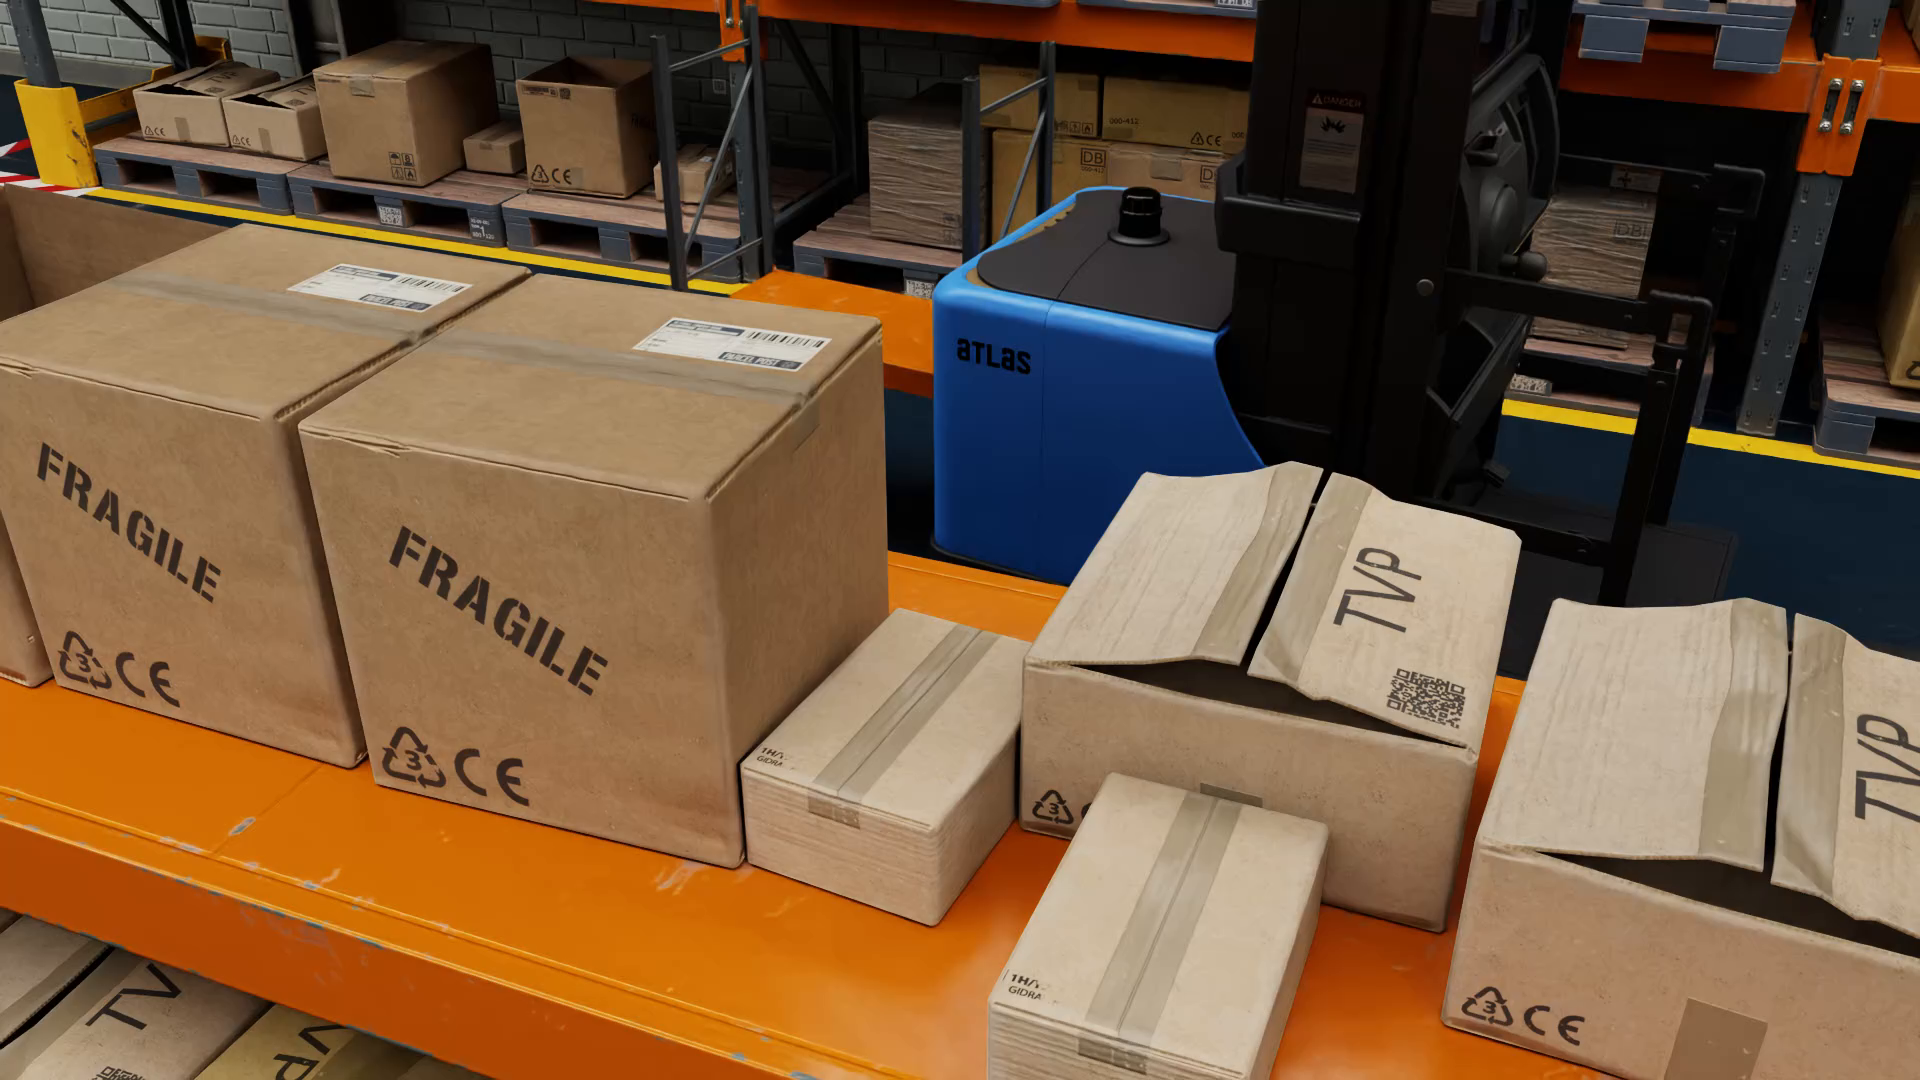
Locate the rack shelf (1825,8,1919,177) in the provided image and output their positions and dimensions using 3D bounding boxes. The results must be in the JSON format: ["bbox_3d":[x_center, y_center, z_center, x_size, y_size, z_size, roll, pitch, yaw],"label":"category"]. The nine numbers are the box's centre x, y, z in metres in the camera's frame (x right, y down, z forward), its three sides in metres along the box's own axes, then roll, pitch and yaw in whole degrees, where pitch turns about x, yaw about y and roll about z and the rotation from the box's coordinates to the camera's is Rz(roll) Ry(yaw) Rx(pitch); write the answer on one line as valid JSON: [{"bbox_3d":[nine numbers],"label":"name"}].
[{"bbox_3d":[4.860,-1.217,5.086,4.000,0.370,1.077,11,31,19],"label":"rack shelf"}]

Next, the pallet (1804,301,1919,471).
[{"bbox_3d":[3.709,-0.506,5.931,1.213,0.211,1.003,11,31,19],"label":"pallet"}]

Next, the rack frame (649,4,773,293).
[{"bbox_3d":[-0.755,-0.886,5.294,0.032,1.500,0.500,15,33,25],"label":"rack frame"}]

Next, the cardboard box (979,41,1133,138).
[{"bbox_3d":[0.398,-1.861,6.826,0.500,0.250,0.500,11,31,18],"label":"cardboard box"}]

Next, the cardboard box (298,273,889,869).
[{"bbox_3d":[-0.413,0.013,2.077,0.500,0.500,0.500,10,31,16],"label":"cardboard box"}]

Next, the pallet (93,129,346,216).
[{"bbox_3d":[-3.596,-1.986,8.549,1.213,0.211,1.003,11,31,19],"label":"pallet"}]

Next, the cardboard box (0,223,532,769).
[{"bbox_3d":[-0.901,-0.085,2.250,0.500,0.500,0.500,11,31,19],"label":"cardboard box"}]

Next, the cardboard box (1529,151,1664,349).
[{"bbox_3d":[2.320,-1.113,6.264,0.500,0.500,0.700,12,32,20],"label":"cardboard box"}]

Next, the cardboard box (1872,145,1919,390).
[{"bbox_3d":[3.639,-0.951,5.642,0.750,0.750,0.750,11,31,18],"label":"cardboard box"}]

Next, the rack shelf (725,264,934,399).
[{"bbox_3d":[-0.308,-0.610,5.171,1.000,0.185,0.538,15,33,25],"label":"rack shelf"}]

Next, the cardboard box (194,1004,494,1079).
[{"bbox_3d":[-0.844,0.863,2.472,0.500,0.311,0.500,12,32,20],"label":"cardboard box"}]

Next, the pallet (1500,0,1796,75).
[{"bbox_3d":[2.306,-1.900,5.758,1.003,0.211,1.213,11,31,19],"label":"pallet"}]

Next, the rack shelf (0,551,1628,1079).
[{"bbox_3d":[-0.705,0.240,2.362,3.687,0.071,0.831,11,31,19],"label":"rack shelf"}]

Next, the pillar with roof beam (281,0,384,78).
[{"bbox_3d":[-5.051,-4.294,3.702,0.400,9.000,9.100,11,31,19],"label":"pillar with roof beam"}]

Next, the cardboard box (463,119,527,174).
[{"bbox_3d":[-2.174,-1.896,8.005,0.250,0.149,0.380,9,31,15],"label":"cardboard box"}]

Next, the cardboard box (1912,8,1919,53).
[{"bbox_3d":[3.225,-1.633,5.326,0.250,0.149,0.380,11,31,18],"label":"cardboard box"}]

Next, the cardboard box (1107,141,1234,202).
[{"bbox_3d":[0.944,-1.429,6.824,0.500,0.500,0.700,12,32,20],"label":"cardboard box"}]

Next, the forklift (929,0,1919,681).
[{"bbox_3d":[1.458,-0.859,3.792,3.031,2.935,1.130,15,33,25],"label":"forklift"}]

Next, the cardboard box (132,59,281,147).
[{"bbox_3d":[-3.799,-2.232,8.436,0.500,0.311,0.500,8,30,13],"label":"cardboard box"}]

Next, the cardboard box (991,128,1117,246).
[{"bbox_3d":[0.486,-1.542,7.023,0.500,0.500,0.700,11,31,18],"label":"cardboard box"}]

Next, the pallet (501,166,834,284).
[{"bbox_3d":[-1.335,-1.534,7.750,1.213,0.211,1.003,11,31,19],"label":"pallet"}]

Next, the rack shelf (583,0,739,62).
[{"bbox_3d":[-2.553,-2.697,7.704,4.000,0.370,1.077,11,31,19],"label":"rack shelf"}]

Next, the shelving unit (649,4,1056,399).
[{"bbox_3d":[-0.300,-0.765,5.078,1.083,1.500,0.587,15,33,25],"label":"shelving unit"}]

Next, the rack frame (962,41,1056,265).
[{"bbox_3d":[0.138,-0.647,4.871,0.032,1.500,0.500,15,33,25],"label":"rack frame"}]

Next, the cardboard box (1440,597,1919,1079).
[{"bbox_3d":[0.827,0.311,1.742,0.500,0.311,0.500,13,32,22],"label":"cardboard box"}]

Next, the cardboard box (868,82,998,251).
[{"bbox_3d":[-0.011,-1.615,7.152,0.500,0.500,0.700,12,32,21],"label":"cardboard box"}]

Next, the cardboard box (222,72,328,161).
[{"bbox_3d":[-3.271,-2.127,8.250,0.500,0.311,0.500,14,32,23],"label":"cardboard box"}]

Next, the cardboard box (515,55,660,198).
[{"bbox_3d":[-1.676,-1.917,7.687,0.500,0.500,0.500,9,31,15],"label":"cardboard box"}]

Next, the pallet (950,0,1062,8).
[{"bbox_3d":[-0.046,-2.349,6.552,1.213,0.211,1.003,11,31,19],"label":"pallet"}]

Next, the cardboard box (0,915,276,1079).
[{"bbox_3d":[-1.327,0.770,2.638,0.500,0.311,0.500,10,31,17],"label":"cardboard box"}]

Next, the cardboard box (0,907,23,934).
[{"bbox_3d":[-1.808,0.674,2.806,0.500,0.311,0.500,11,31,19],"label":"cardboard box"}]

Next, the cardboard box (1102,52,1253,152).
[{"bbox_3d":[0.881,-1.767,6.659,0.500,0.250,0.500,10,31,18],"label":"cardboard box"}]

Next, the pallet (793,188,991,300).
[{"bbox_3d":[0.022,-1.283,7.305,1.213,0.211,1.003,11,31,19],"label":"pallet"}]

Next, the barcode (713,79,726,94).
[{"bbox_3d":[-1.110,-2.092,7.671,0.075,0.075,0.001,11,31,19],"label":"barcode"}]

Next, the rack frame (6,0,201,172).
[{"bbox_3d":[-4.406,-3.380,8.182,0.127,3.000,1.000,11,31,19],"label":"rack frame"}]

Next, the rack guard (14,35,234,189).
[{"bbox_3d":[-4.336,-2.278,8.772,0.348,0.500,1.175,11,31,19],"label":"rack guard"}]

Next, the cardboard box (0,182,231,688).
[{"bbox_3d":[-1.365,-0.177,2.414,0.500,0.500,0.500,14,32,23],"label":"cardboard box"}]

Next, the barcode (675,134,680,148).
[{"bbox_3d":[-1.375,-1.916,7.969,0.075,0.075,0.001,11,31,19],"label":"barcode"}]

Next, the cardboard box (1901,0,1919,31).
[{"bbox_3d":[3.405,-1.856,5.720,0.250,0.149,0.380,12,32,20],"label":"cardboard box"}]

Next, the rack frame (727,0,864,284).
[{"bbox_3d":[-0.700,-2.640,6.873,0.127,3.000,1.000,11,31,19],"label":"rack frame"}]

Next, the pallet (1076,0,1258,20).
[{"bbox_3d":[1.157,-2.164,6.225,1.213,0.211,1.003,11,31,19],"label":"pallet"}]

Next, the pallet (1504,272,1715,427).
[{"bbox_3d":[2.283,-0.831,6.506,1.213,0.211,1.003,11,31,19],"label":"pallet"}]

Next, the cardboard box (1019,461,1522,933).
[{"bbox_3d":[0.392,0.144,2.037,0.500,0.311,0.500,11,31,19],"label":"cardboard box"}]

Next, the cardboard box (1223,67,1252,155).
[{"bbox_3d":[1.337,-1.666,6.481,0.500,0.250,0.500,11,31,19],"label":"cardboard box"}]

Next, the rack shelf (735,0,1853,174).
[{"bbox_3d":[1.154,-1.957,6.395,4.000,0.370,1.077,11,31,19],"label":"rack shelf"}]

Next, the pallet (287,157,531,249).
[{"bbox_3d":[-2.470,-1.759,8.148,1.213,0.211,1.003,11,31,19],"label":"pallet"}]

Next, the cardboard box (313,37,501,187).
[{"bbox_3d":[-2.610,-2.050,7.923,0.500,0.500,0.700,9,31,16],"label":"cardboard box"}]

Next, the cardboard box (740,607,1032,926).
[{"bbox_3d":[-0.055,0.258,2.000,0.250,0.149,0.380,14,32,23],"label":"cardboard box"}]

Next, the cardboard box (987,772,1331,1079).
[{"bbox_3d":[0.211,0.428,1.699,0.250,0.149,0.380,11,31,19],"label":"cardboard box"}]

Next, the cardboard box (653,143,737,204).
[{"bbox_3d":[-1.207,-1.684,7.612,0.250,0.166,0.380,7,30,13],"label":"cardboard box"}]

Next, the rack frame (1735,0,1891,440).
[{"bbox_3d":[3.007,-1.900,5.563,0.127,3.000,1.000,11,31,19],"label":"rack frame"}]
